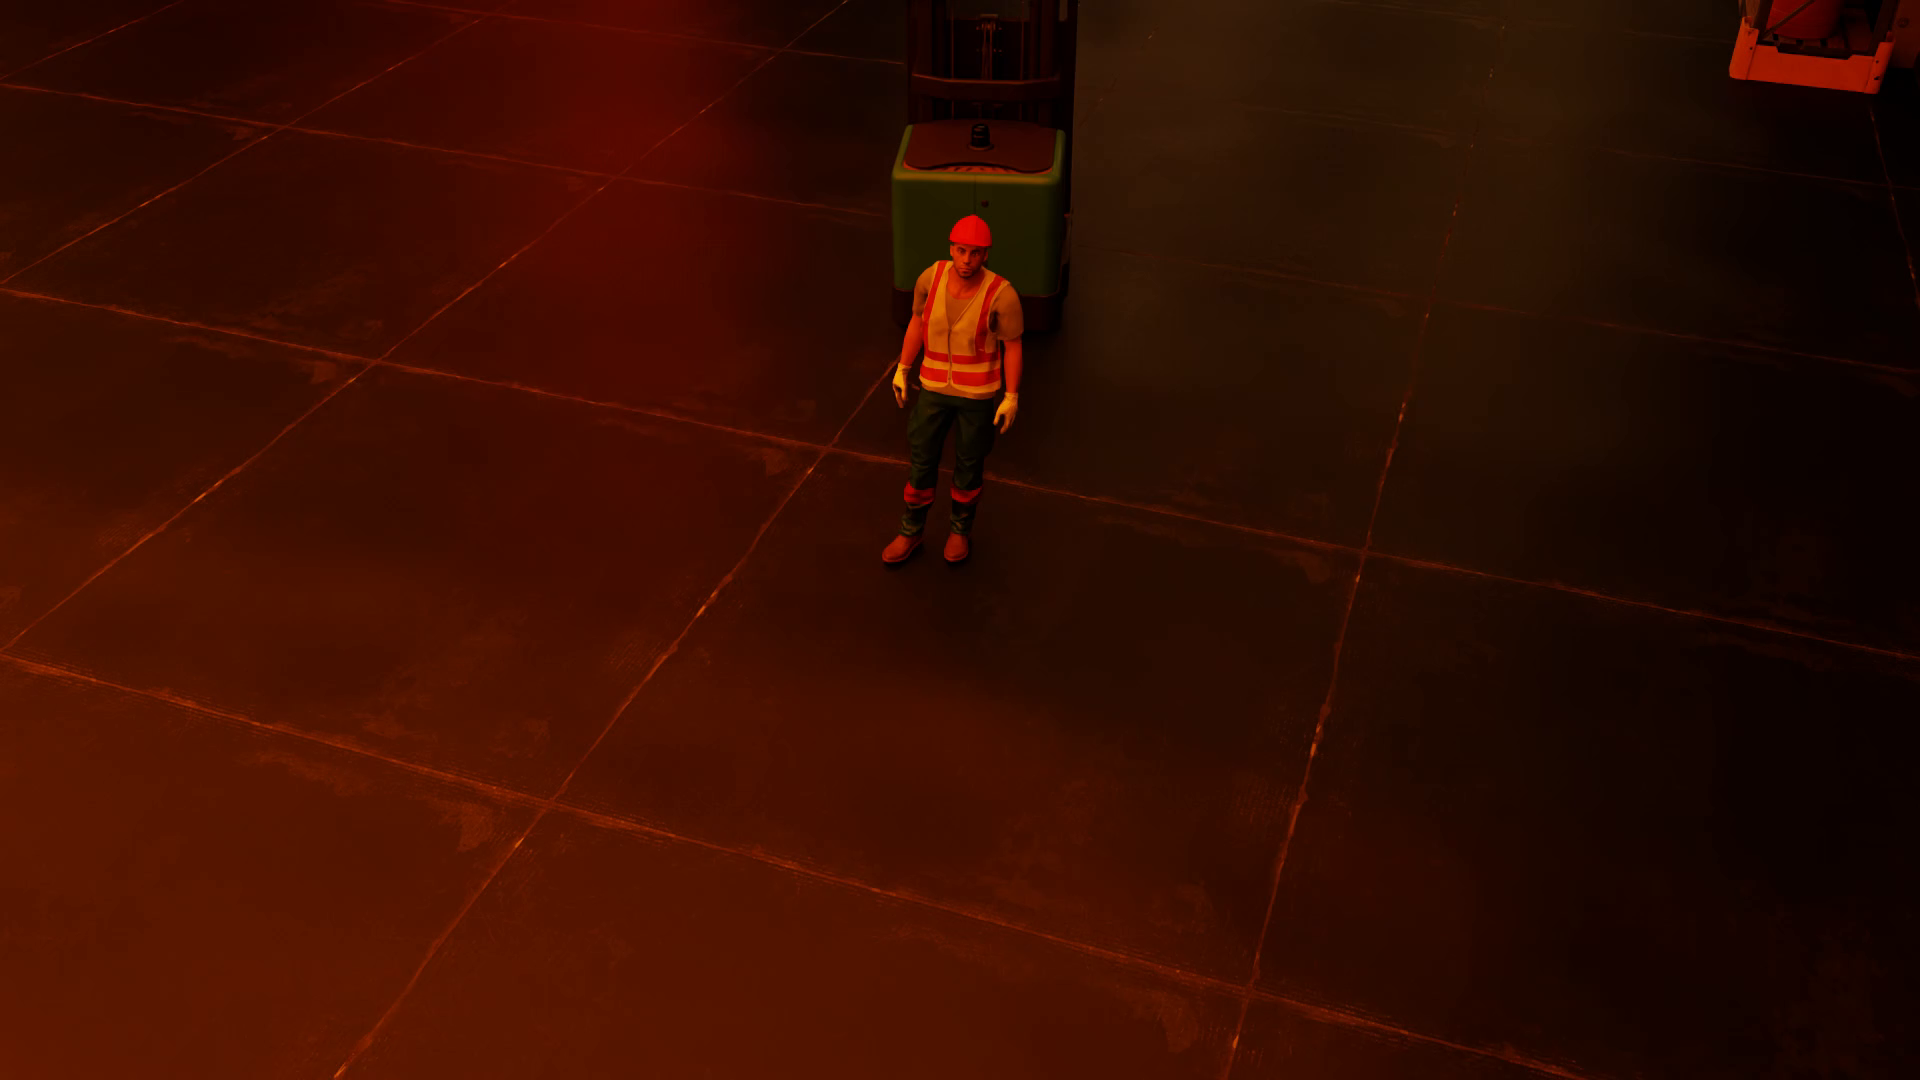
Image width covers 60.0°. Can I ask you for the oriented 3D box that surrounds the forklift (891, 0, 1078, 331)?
[{"bbox_3d":[0.222,-3.333,10.812,1.130,2.935,3.031,3,35,4],"label":"forklift"}]

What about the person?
[{"bbox_3d":[-0.038,-0.694,8.064,0.637,1.790,0.562,12,37,16],"label":"person"}]
